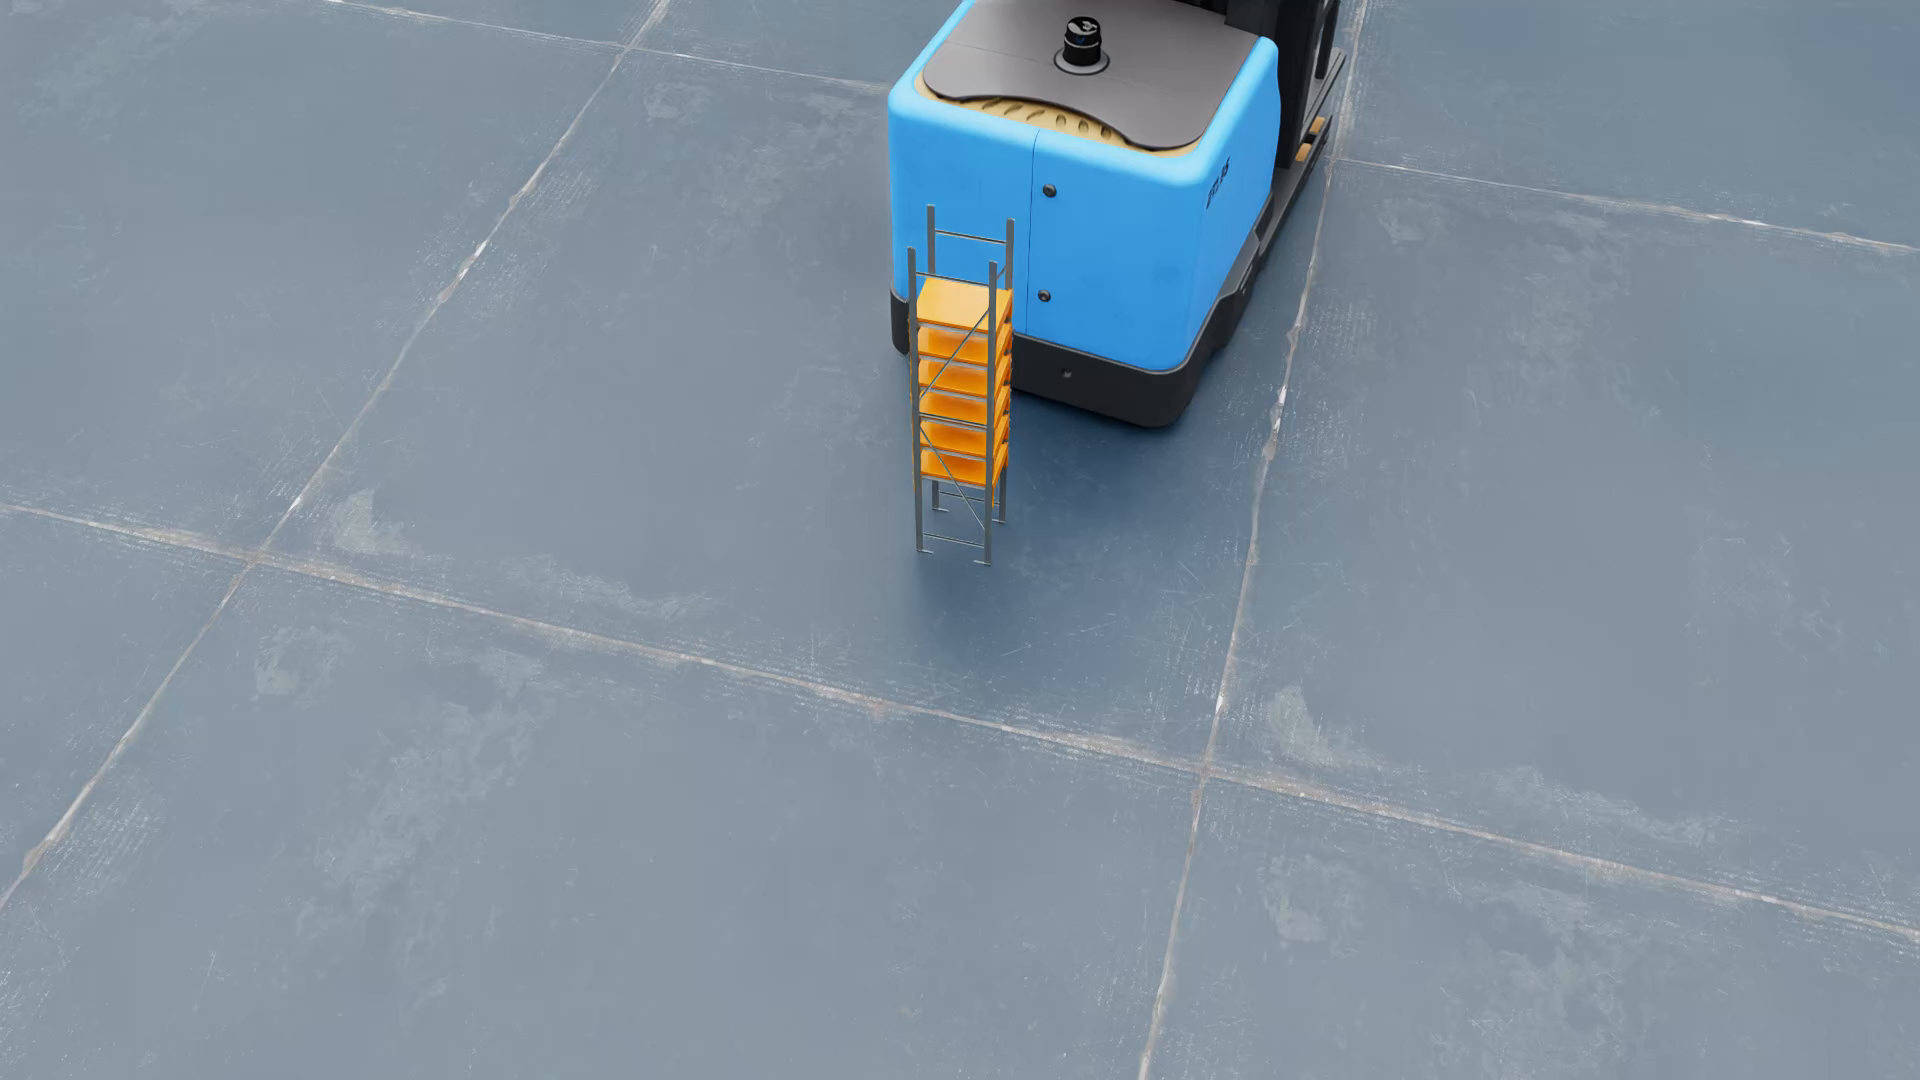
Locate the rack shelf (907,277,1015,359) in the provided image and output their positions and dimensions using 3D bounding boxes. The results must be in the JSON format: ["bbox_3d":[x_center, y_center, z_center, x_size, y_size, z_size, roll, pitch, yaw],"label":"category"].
[{"bbox_3d":[0.004,-0.616,4.573,0.258,0.103,0.180,12,50,10],"label":"rack shelf"}]

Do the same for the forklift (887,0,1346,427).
[{"bbox_3d":[0.815,-2.466,5.472,1.130,2.935,3.031,18,51,15],"label":"forklift"}]

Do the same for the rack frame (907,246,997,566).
[{"bbox_3d":[-0.020,-0.341,4.751,0.240,1.200,0.006,12,50,10],"label":"rack frame"}]

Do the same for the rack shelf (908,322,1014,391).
[{"bbox_3d":[0.004,-0.537,4.663,0.258,0.103,0.180,12,50,10],"label":"rack shelf"}]

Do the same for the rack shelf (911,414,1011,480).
[{"bbox_3d":[0.004,-0.299,4.933,0.258,0.103,0.180,12,50,10],"label":"rack shelf"}]

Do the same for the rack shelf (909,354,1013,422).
[{"bbox_3d":[0.004,-0.458,4.753,0.258,0.103,0.180,12,50,10],"label":"rack shelf"}]

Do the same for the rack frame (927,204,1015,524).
[{"bbox_3d":[0.028,-0.474,4.868,0.240,1.200,0.006,12,50,10],"label":"rack frame"}]

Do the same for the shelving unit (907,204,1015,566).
[{"bbox_3d":[0.004,-0.407,4.809,0.258,1.200,0.189,12,50,10],"label":"shelving unit"}]

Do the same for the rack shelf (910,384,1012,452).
[{"bbox_3d":[0.004,-0.378,4.843,0.258,0.103,0.180,12,50,10],"label":"rack shelf"}]

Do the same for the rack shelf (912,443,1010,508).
[{"bbox_3d":[0.004,-0.219,5.023,0.258,0.103,0.180,12,50,10],"label":"rack shelf"}]
